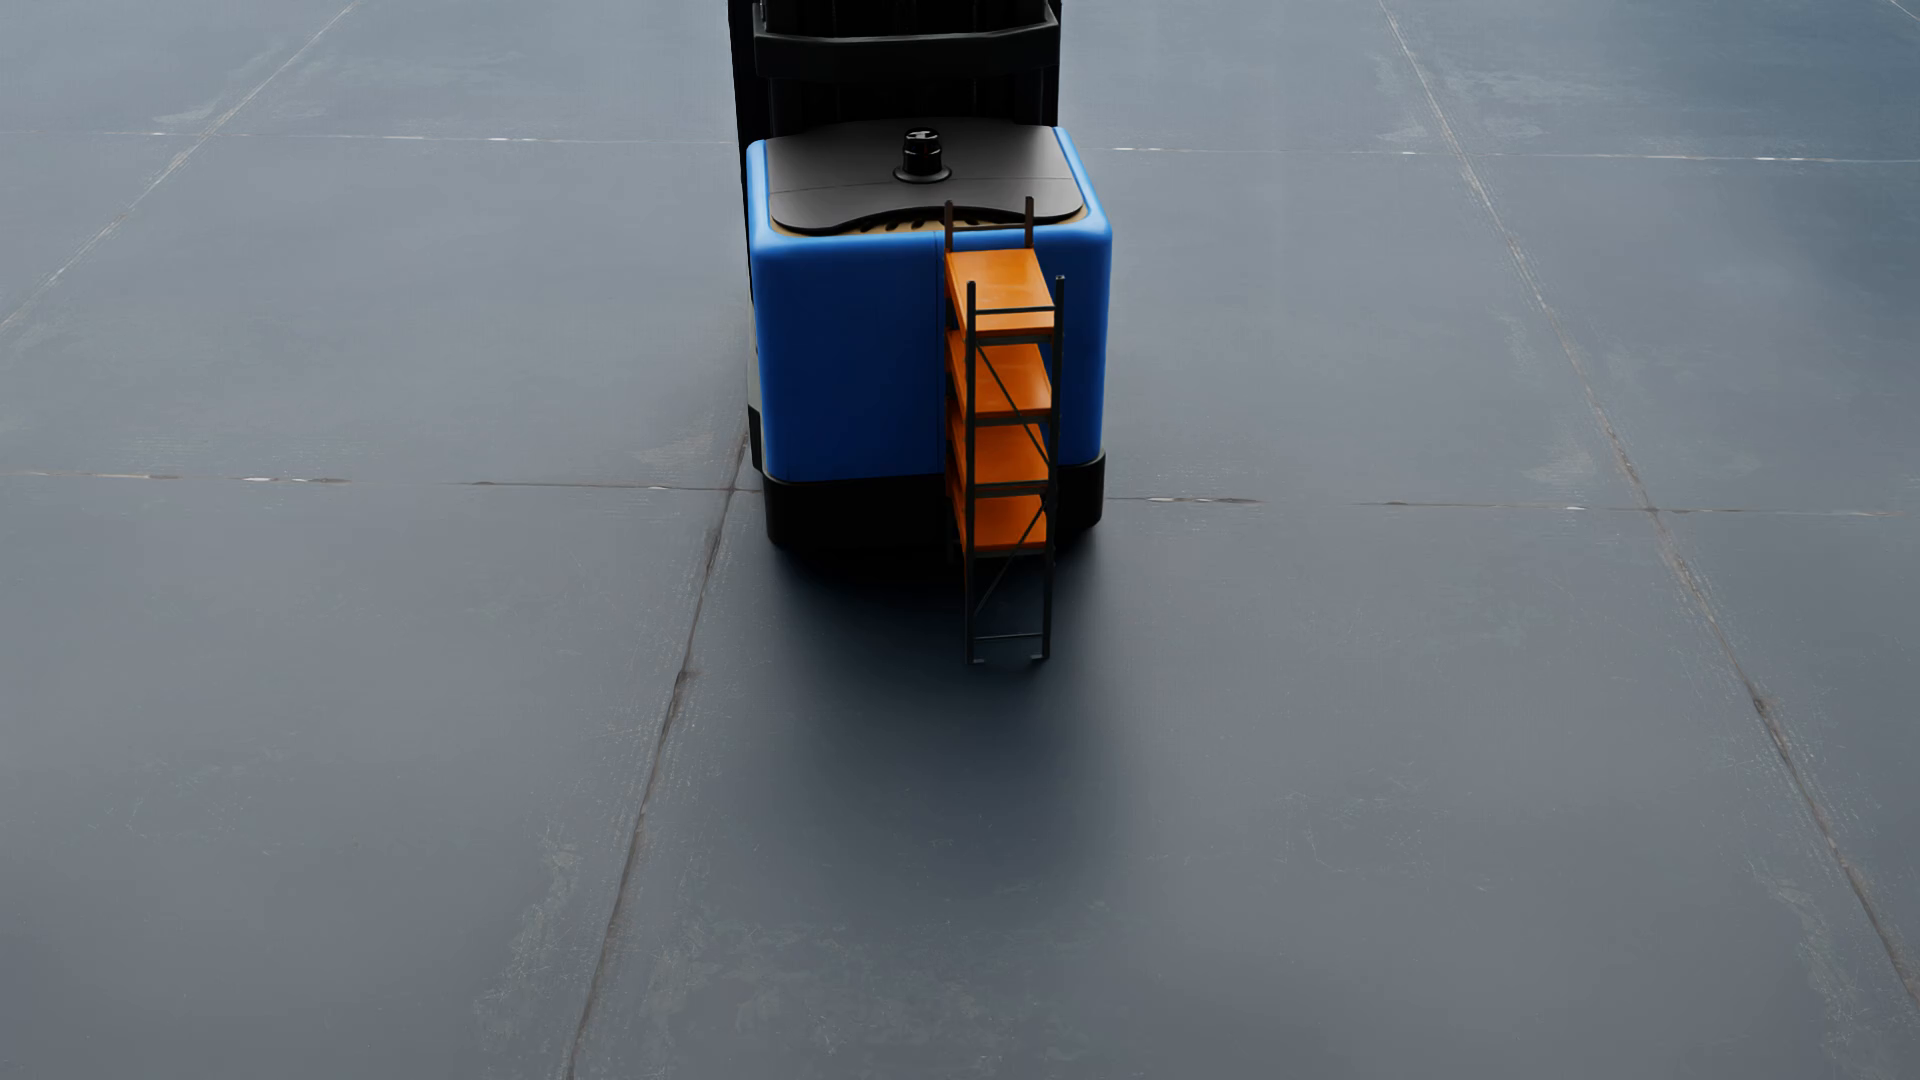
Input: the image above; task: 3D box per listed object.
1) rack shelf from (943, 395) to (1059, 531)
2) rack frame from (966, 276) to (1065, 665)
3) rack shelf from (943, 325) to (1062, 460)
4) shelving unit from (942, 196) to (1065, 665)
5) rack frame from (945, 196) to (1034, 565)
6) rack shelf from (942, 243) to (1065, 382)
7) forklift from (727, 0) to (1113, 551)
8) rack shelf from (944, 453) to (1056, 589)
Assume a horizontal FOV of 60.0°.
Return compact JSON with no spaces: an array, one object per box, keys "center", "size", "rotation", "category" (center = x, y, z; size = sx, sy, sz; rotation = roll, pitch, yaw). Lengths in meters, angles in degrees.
[{"center":[0.108,-0.231,4.652],"size":[0.258,0.148,0.480],"rotation":[-4,35,-6],"category":"rack shelf"},{"center":[0.137,-0.146,4.415],"size":[0.240,1.200,0.015],"rotation":[-4,35,-6],"category":"rack frame"},{"center":[0.108,-0.414,4.523],"size":[0.258,0.148,0.480],"rotation":[-4,35,-6],"category":"rack shelf"},{"center":[0.108,-0.286,4.613],"size":[0.258,1.200,0.503],"rotation":[-4,35,-6],"category":"shelving unit"},{"center":[0.079,-0.425,4.811],"size":[0.240,1.200,0.015],"rotation":[-4,35,-6],"category":"rack frame"},{"center":[0.108,-0.607,4.387],"size":[0.258,0.148,0.480],"rotation":[-4,35,-6],"category":"rack shelf"},{"center":[-0.242,-2.001,5.548],"size":[1.130,2.935,3.031],"rotation":[-4,35,-6],"category":"forklift"},{"center":[0.108,-0.068,4.766],"size":[0.258,0.148,0.480],"rotation":[-4,35,-6],"category":"rack shelf"}]
